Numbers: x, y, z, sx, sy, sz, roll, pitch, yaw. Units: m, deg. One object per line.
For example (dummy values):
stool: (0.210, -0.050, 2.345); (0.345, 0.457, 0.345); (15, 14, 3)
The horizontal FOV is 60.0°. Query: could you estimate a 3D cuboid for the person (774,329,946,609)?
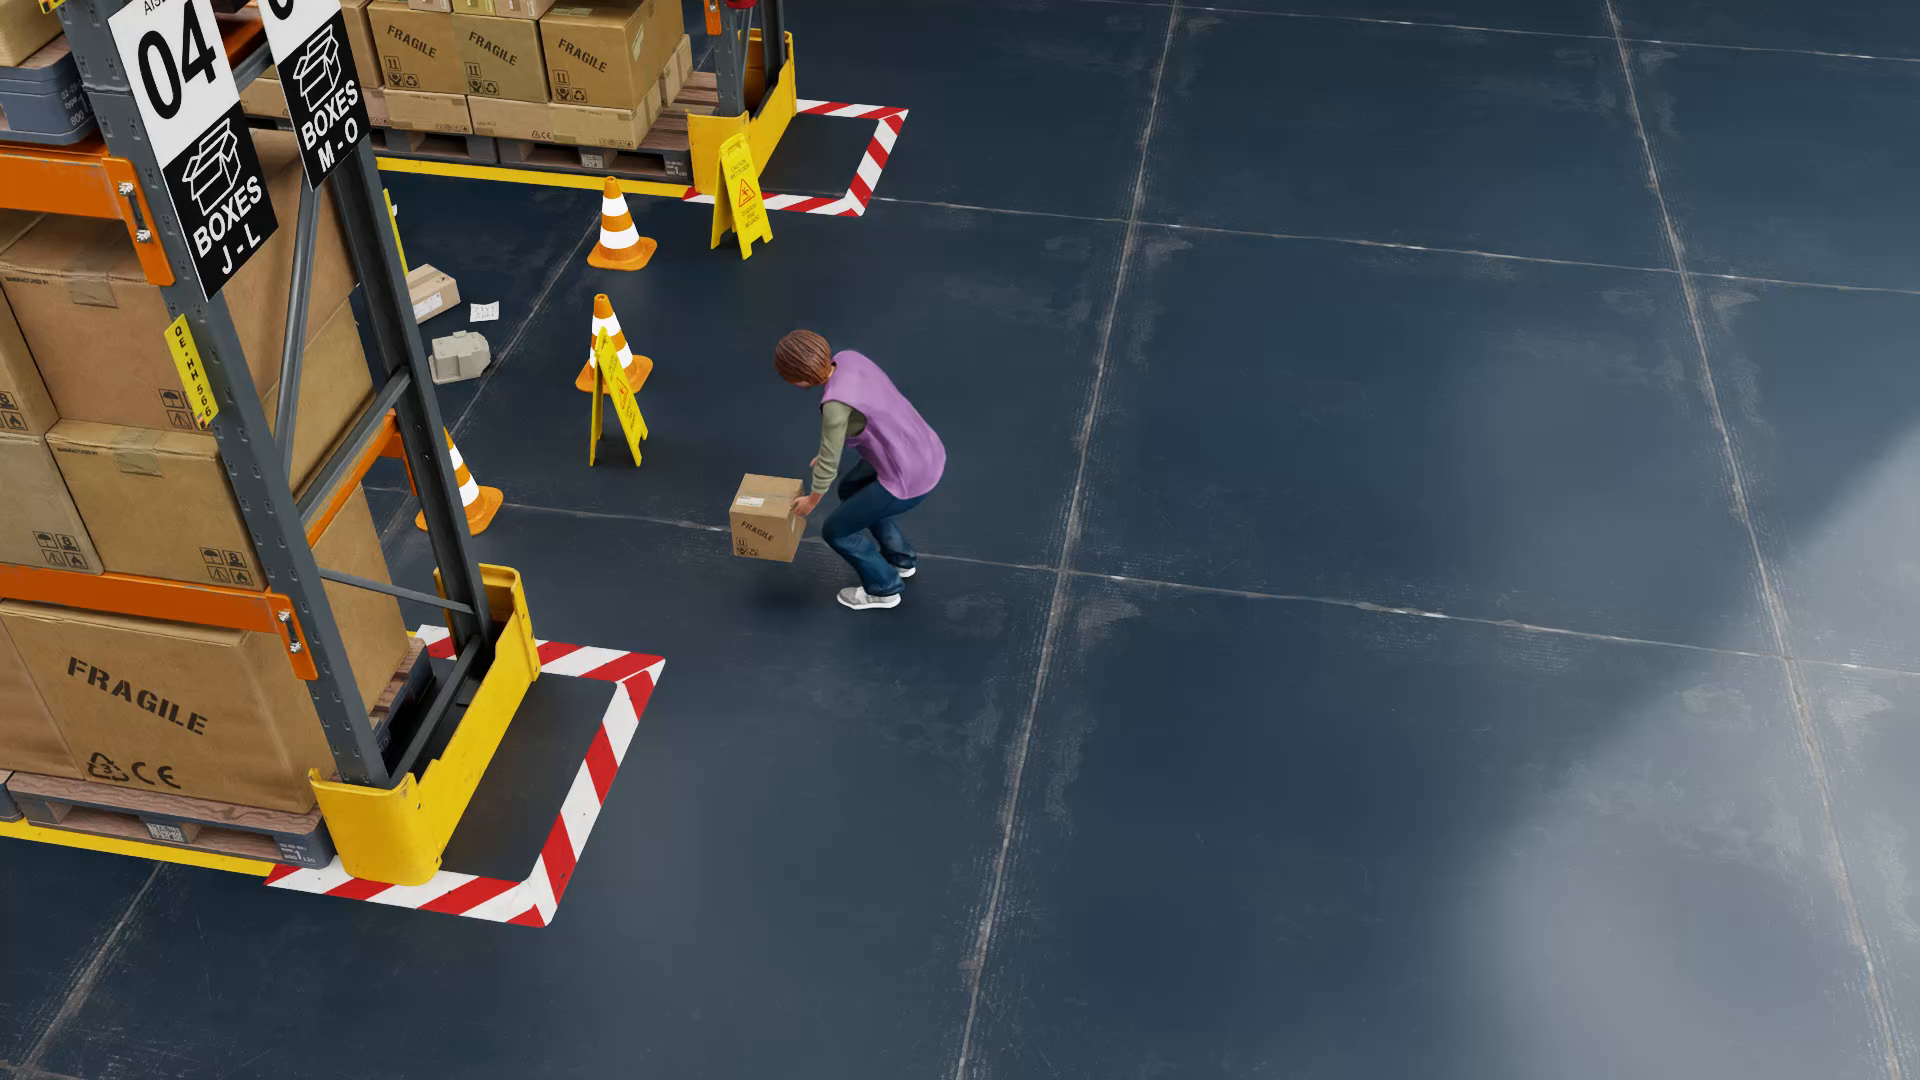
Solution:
person: (-0.390, -0.251, 6.718); (0.656, 1.256, 0.463); (7, 42, 8)
